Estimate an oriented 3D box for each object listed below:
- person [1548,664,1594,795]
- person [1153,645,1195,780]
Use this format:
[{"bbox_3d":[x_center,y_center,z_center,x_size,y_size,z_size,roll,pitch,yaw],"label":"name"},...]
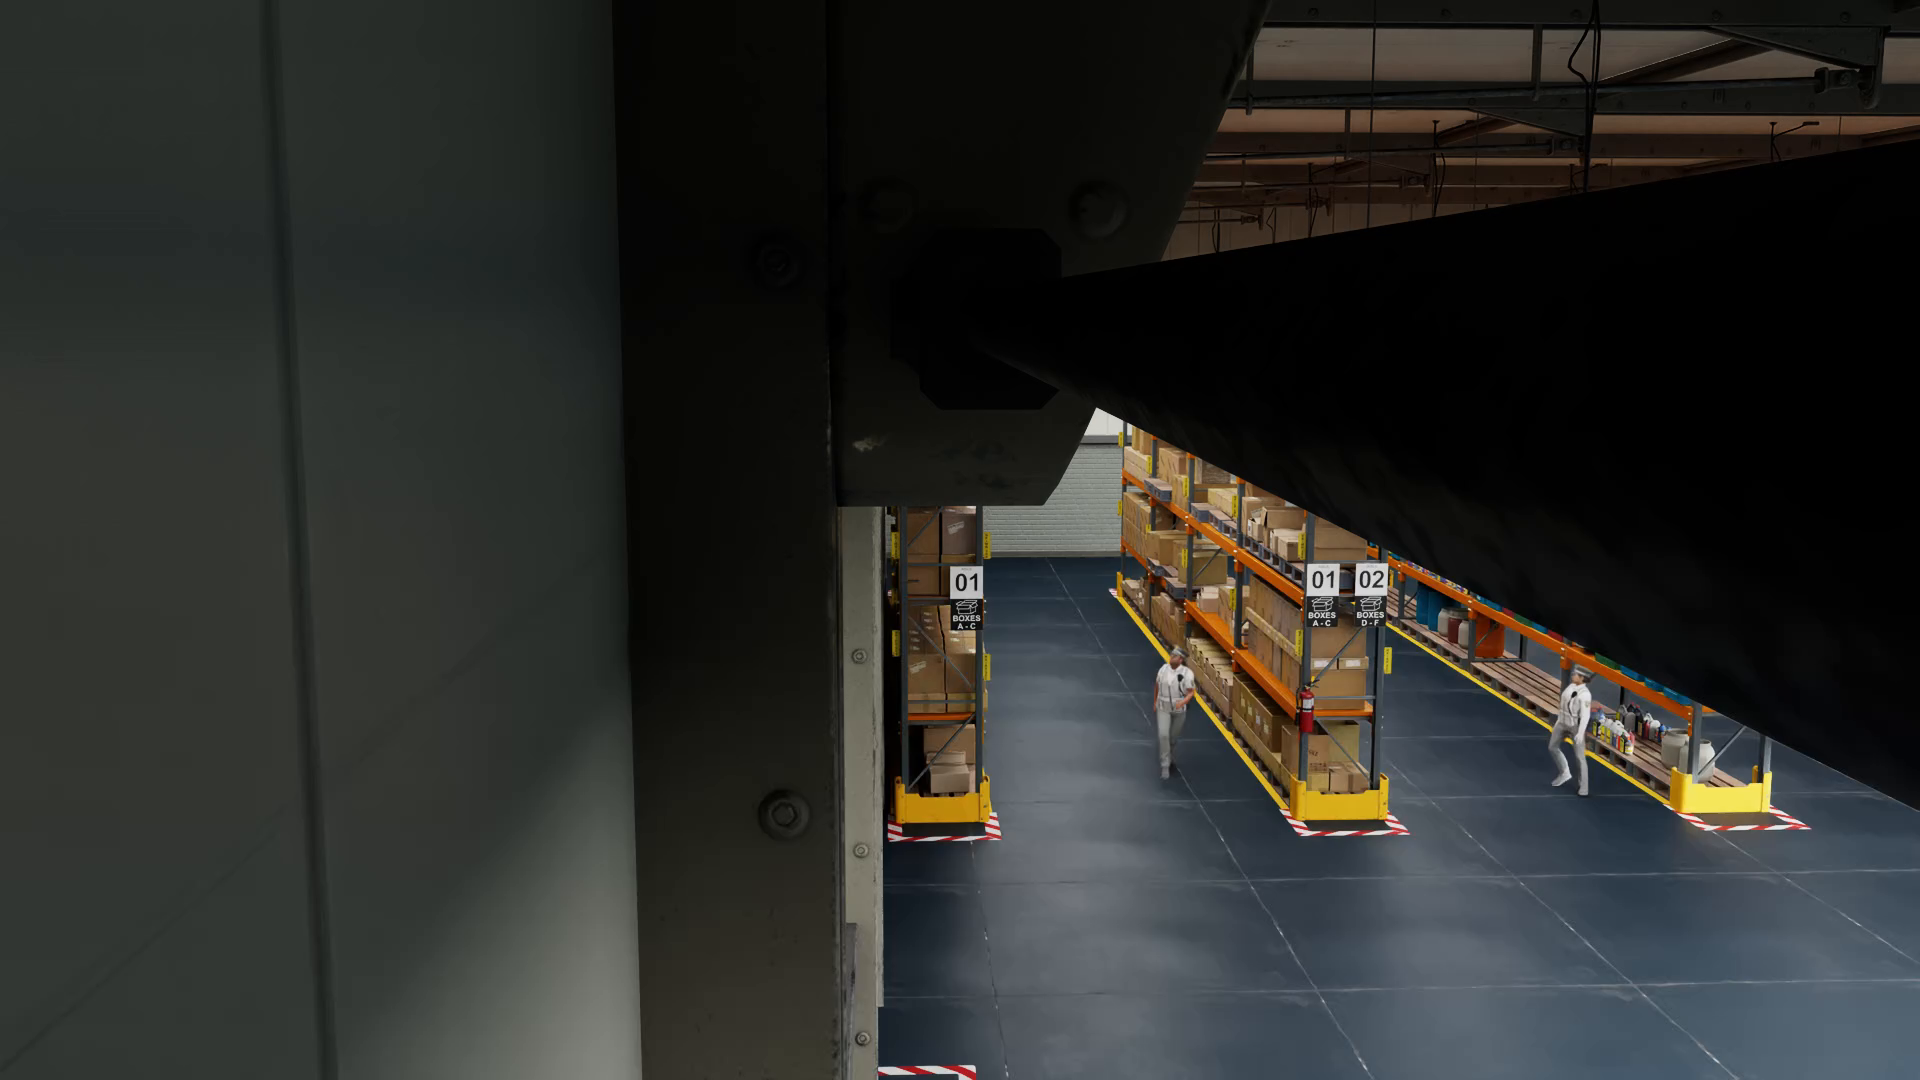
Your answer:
[{"bbox_3d":[8.024,2.451,21.751,0.400,1.704,0.617,-4,9,-25],"label":"person"},{"bbox_3d":[2.929,2.309,22.702,0.518,1.773,0.986,0,8,-1],"label":"person"}]
